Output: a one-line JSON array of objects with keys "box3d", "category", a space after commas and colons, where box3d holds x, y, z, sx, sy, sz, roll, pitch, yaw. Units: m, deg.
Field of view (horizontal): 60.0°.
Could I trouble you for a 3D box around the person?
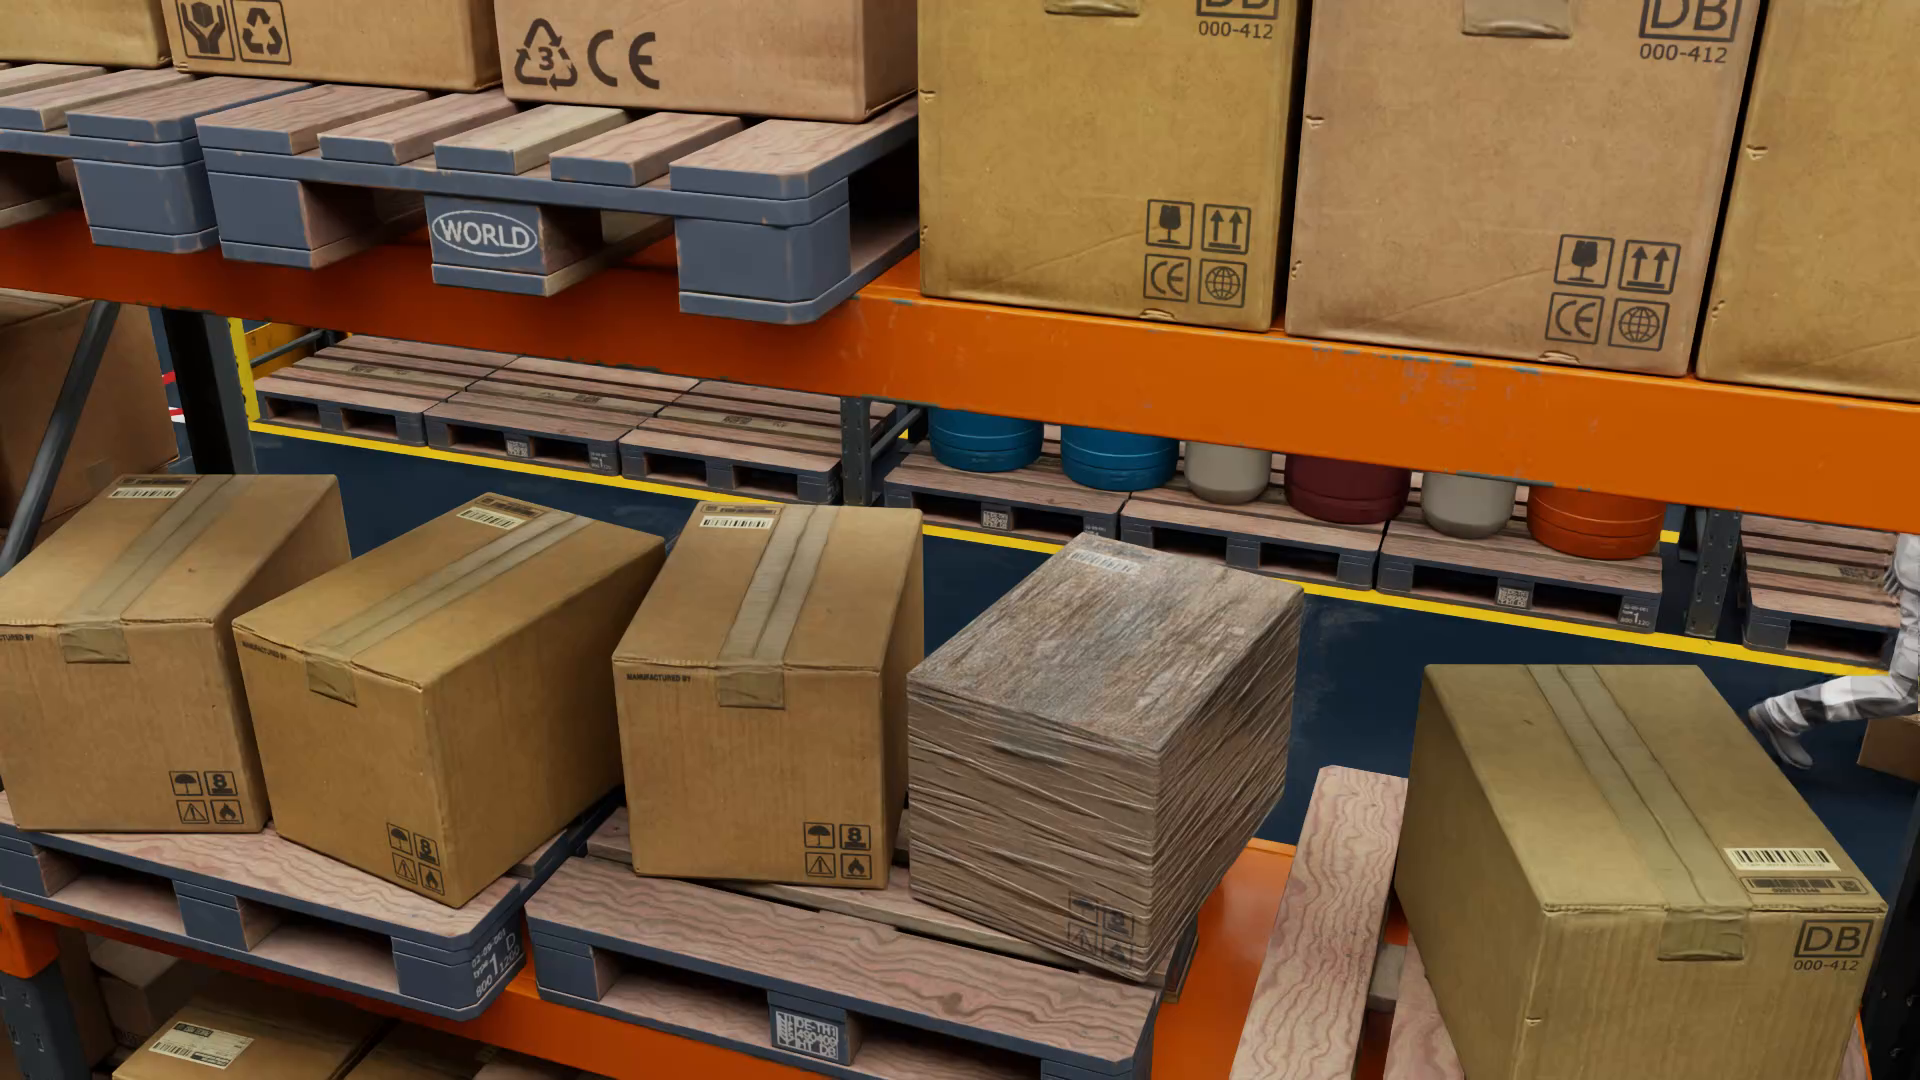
[{"box3d": [3.385, 0.129, 5.798, 0.929, 1.757, 0.583, 12, 28, 23], "category": "person"}]
